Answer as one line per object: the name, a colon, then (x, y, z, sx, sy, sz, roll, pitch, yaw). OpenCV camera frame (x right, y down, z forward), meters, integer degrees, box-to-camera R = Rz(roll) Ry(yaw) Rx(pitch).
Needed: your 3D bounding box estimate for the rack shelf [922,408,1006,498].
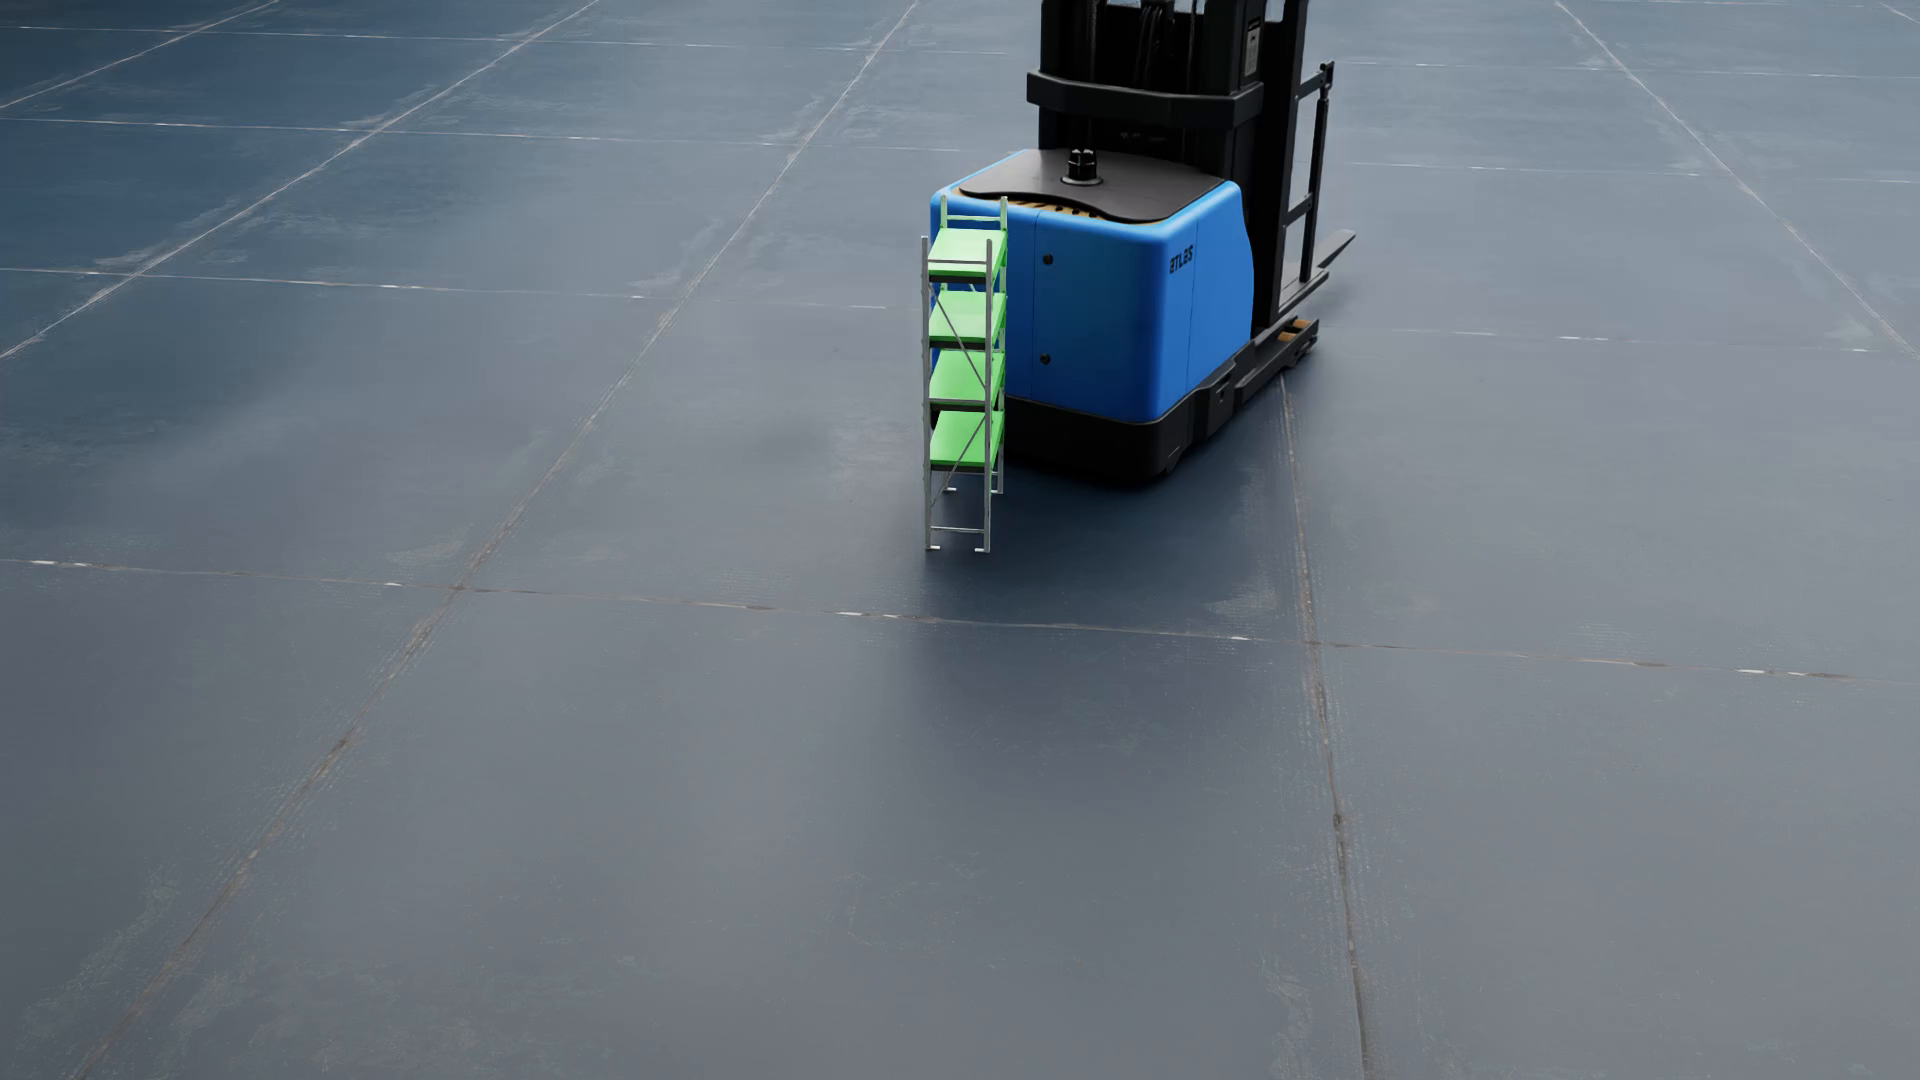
rack shelf: (0.020, -0.339, 6.254, 0.258, 0.148, 0.480, 3, 28, 6)

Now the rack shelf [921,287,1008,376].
rack shelf: (0.020, -0.761, 6.027, 0.258, 0.148, 0.480, 3, 28, 6)

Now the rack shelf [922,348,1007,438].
rack shelf: (0.020, -0.550, 6.140, 0.258, 0.148, 0.480, 3, 28, 6)

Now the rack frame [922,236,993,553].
rack frame: (-0.010, -0.491, 5.897, 0.240, 1.200, 0.015, 3, 28, 6)

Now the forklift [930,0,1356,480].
forklift: (1.044, -2.189, 7.224, 1.130, 2.935, 3.031, 15, 32, 26)

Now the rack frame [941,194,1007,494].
rack frame: (0.050, -0.721, 6.323, 0.240, 1.200, 0.015, 3, 28, 6)

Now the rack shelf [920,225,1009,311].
rack shelf: (0.020, -0.972, 5.913, 0.258, 0.148, 0.480, 3, 28, 6)

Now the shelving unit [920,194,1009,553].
shelving unit: (0.020, -0.606, 6.110, 0.258, 1.200, 0.503, 3, 28, 6)
